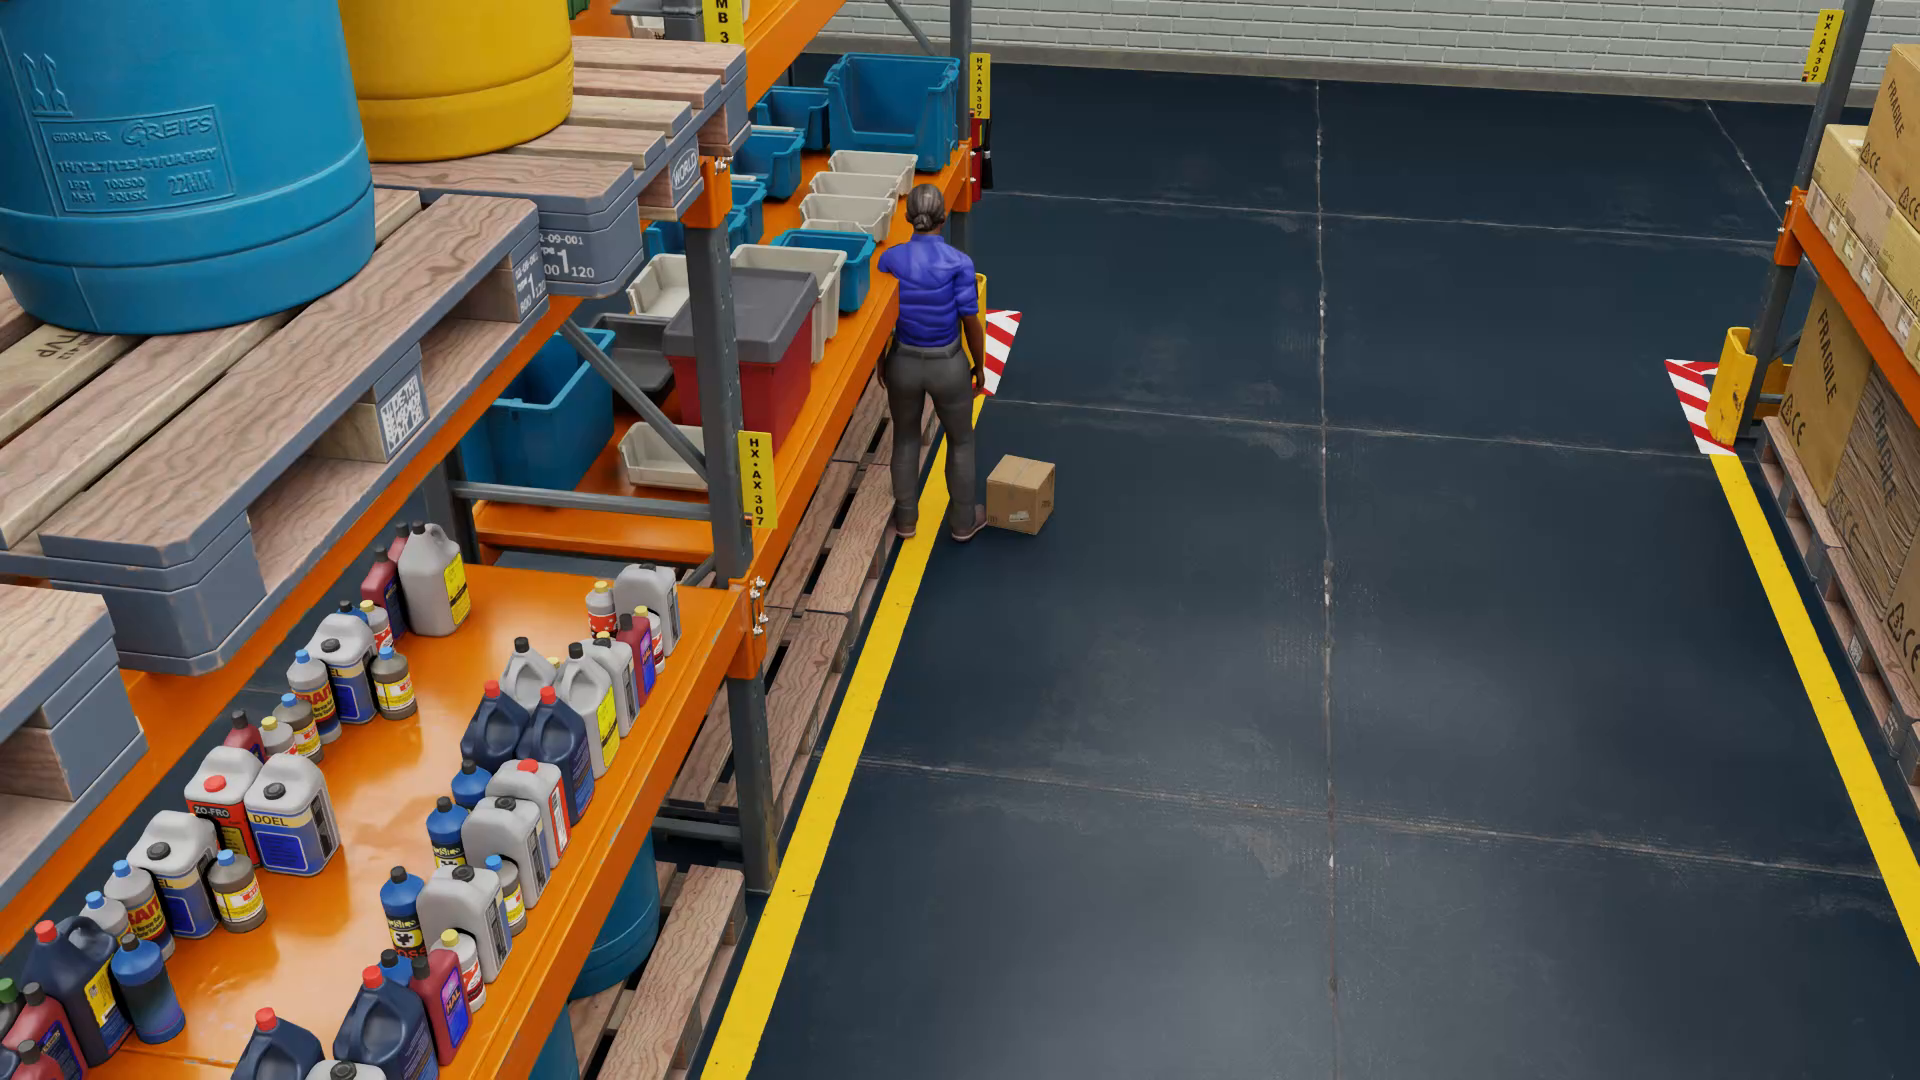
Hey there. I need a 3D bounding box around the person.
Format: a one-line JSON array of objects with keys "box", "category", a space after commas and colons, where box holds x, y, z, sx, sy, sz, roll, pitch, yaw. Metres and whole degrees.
[{"box": [-0.129, -0.754, 7.321, 0.507, 1.655, 0.349, 5, 33, 8], "category": "person"}]
